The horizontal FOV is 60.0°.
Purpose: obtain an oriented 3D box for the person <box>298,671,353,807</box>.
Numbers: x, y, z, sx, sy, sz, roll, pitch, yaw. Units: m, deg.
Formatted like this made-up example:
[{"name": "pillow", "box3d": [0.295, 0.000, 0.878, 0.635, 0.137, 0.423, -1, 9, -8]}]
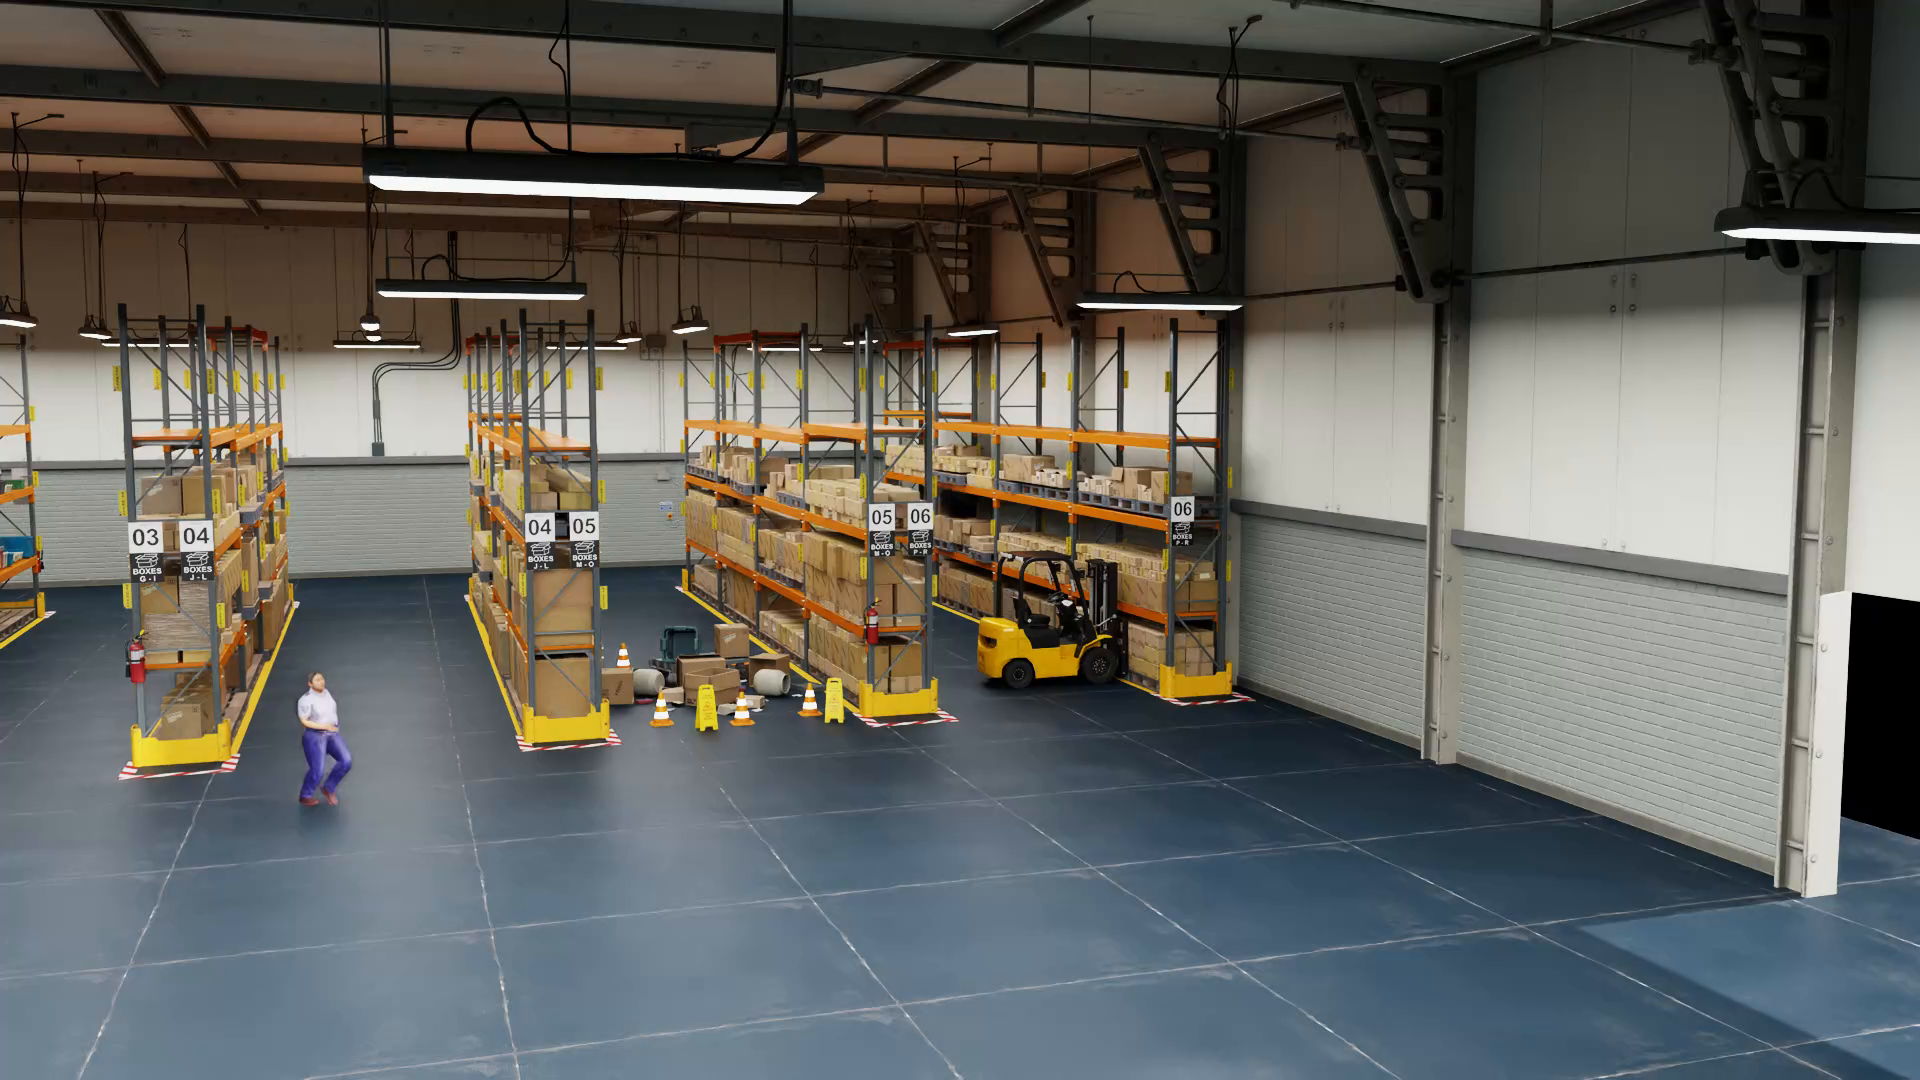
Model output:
[{"name": "person", "box3d": [-7.517, 2.352, 19.609, 0.653, 1.626, 0.614, 2, 6, 24]}]
